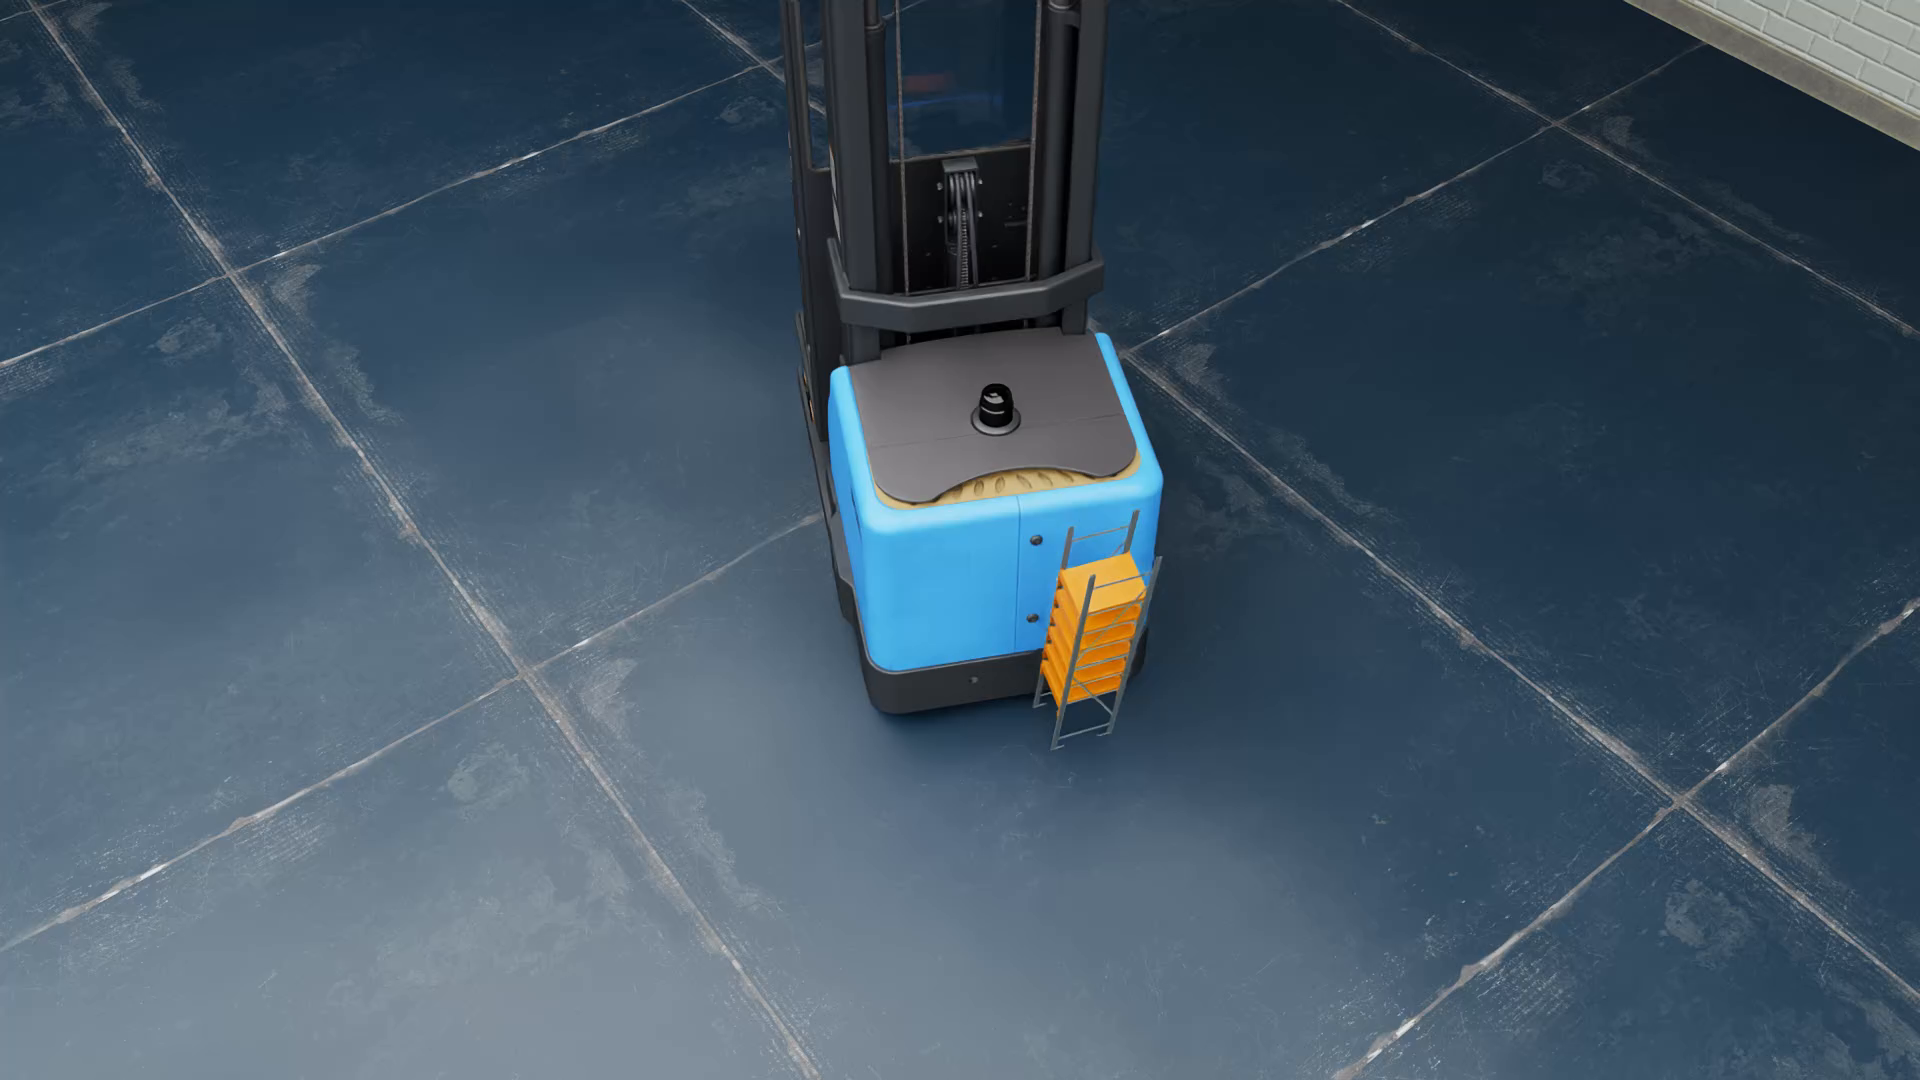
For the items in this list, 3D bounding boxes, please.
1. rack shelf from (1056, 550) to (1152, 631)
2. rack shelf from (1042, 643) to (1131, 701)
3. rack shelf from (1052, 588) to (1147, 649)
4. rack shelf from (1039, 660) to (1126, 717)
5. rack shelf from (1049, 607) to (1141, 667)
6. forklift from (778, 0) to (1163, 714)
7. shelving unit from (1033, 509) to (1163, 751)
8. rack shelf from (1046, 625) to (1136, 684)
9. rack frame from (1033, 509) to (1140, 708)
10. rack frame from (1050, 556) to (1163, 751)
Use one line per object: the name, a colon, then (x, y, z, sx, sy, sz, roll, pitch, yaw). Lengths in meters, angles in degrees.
rack shelf: (0.463, 0.162, 5.361, 0.258, 0.103, 0.180, -15, 59, -13)
rack shelf: (0.437, 0.425, 5.762, 0.258, 0.103, 0.180, -15, 59, -13)
rack shelf: (0.456, 0.228, 5.461, 0.258, 0.103, 0.180, -15, 59, -13)
rack shelf: (0.430, 0.491, 5.862, 0.258, 0.103, 0.180, -15, 59, -13)
rack shelf: (0.450, 0.294, 5.561, 0.258, 0.103, 0.180, -15, 59, -13)
forklift: (-0.093, -1.462, 6.096, 1.130, 2.935, 3.031, -8, 48, -7)
shelving unit: (0.446, 0.335, 5.624, 0.258, 1.200, 0.189, -15, 59, -13)
rack shelf: (0.443, 0.359, 5.661, 0.258, 0.103, 0.180, -15, 59, -13)
rack frame: (0.416, 0.262, 5.670, 0.240, 1.200, 0.006, -15, 59, -13)
rack frame: (0.475, 0.408, 5.578, 0.240, 1.200, 0.006, -15, 59, -13)
